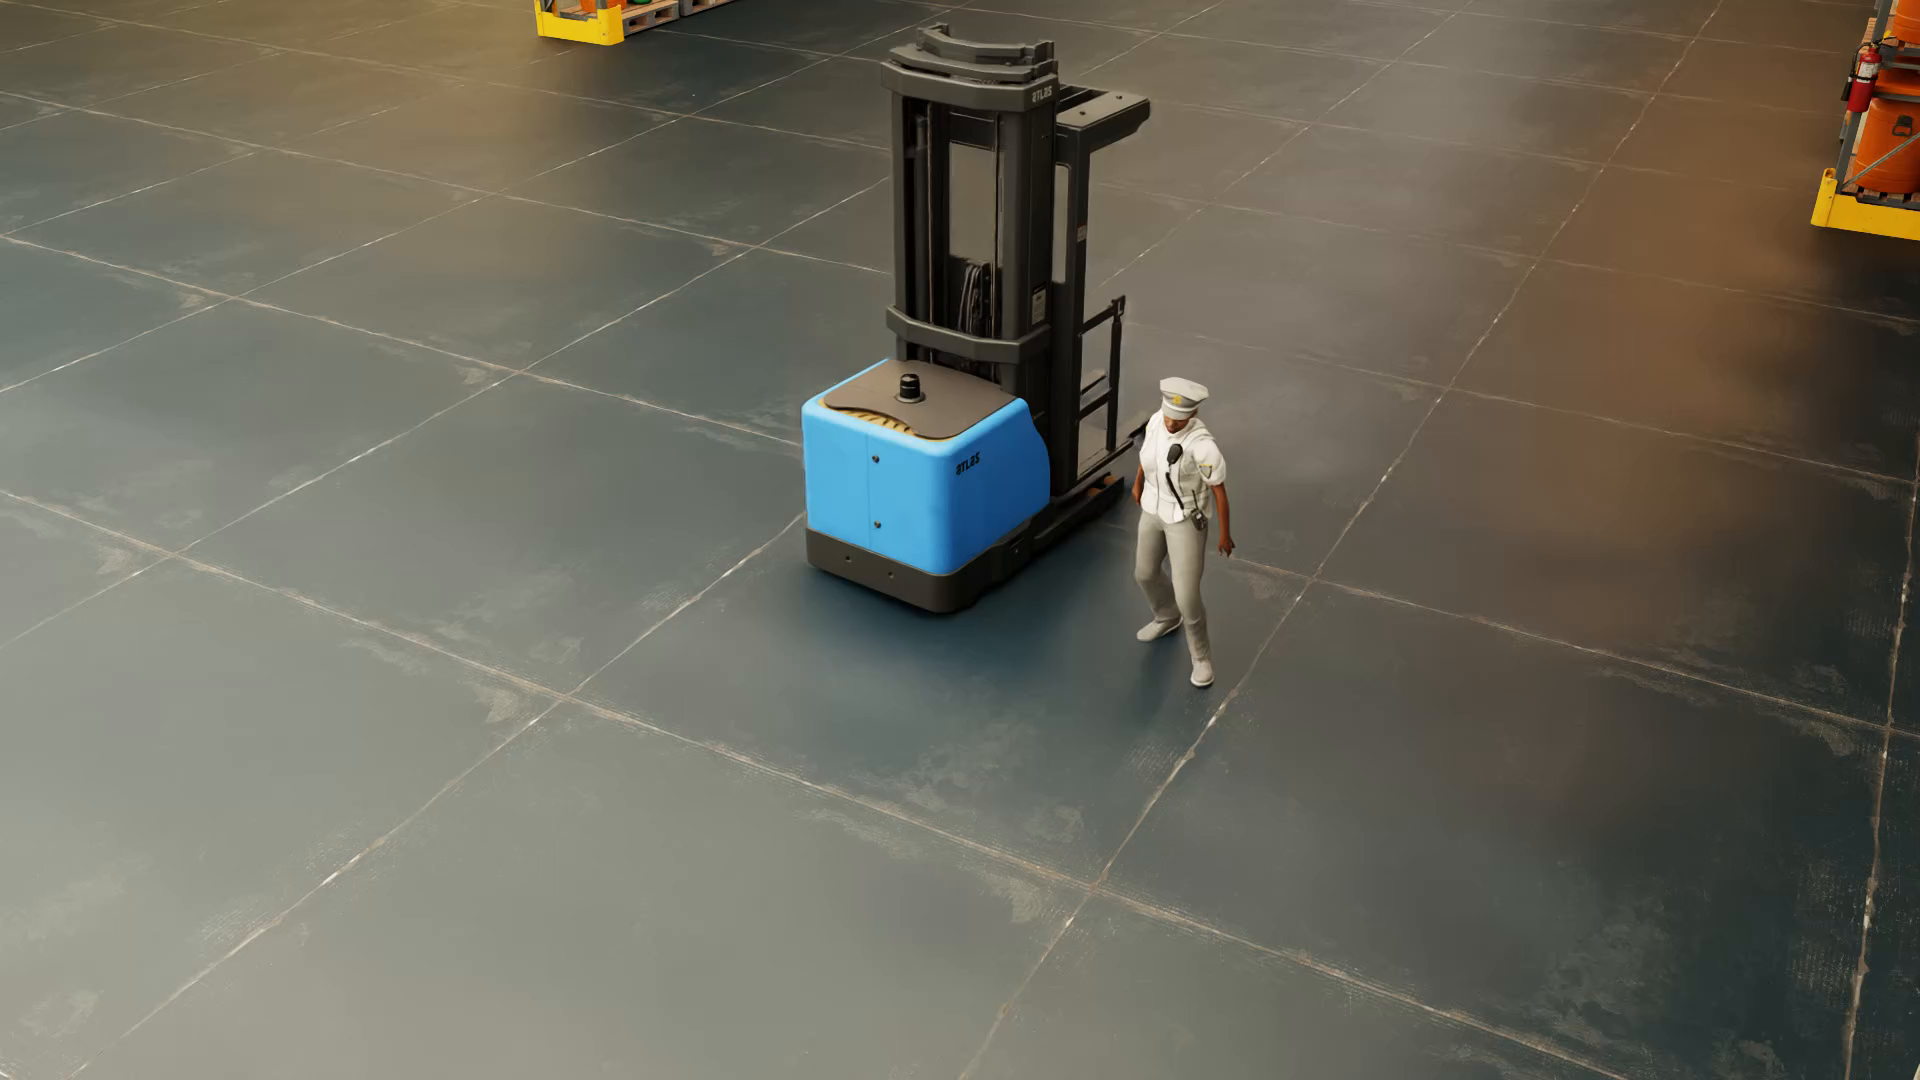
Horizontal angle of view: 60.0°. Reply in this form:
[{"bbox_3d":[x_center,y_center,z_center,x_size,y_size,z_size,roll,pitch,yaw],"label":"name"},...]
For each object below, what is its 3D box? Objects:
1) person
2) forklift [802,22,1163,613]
[{"bbox_3d":[1.126,-0.104,8.592,0.427,1.634,0.796,-21,36,-32],"label":"person"},{"bbox_3d":[0.372,-1.552,9.760,1.130,2.935,3.031,20,35,30],"label":"forklift"}]
